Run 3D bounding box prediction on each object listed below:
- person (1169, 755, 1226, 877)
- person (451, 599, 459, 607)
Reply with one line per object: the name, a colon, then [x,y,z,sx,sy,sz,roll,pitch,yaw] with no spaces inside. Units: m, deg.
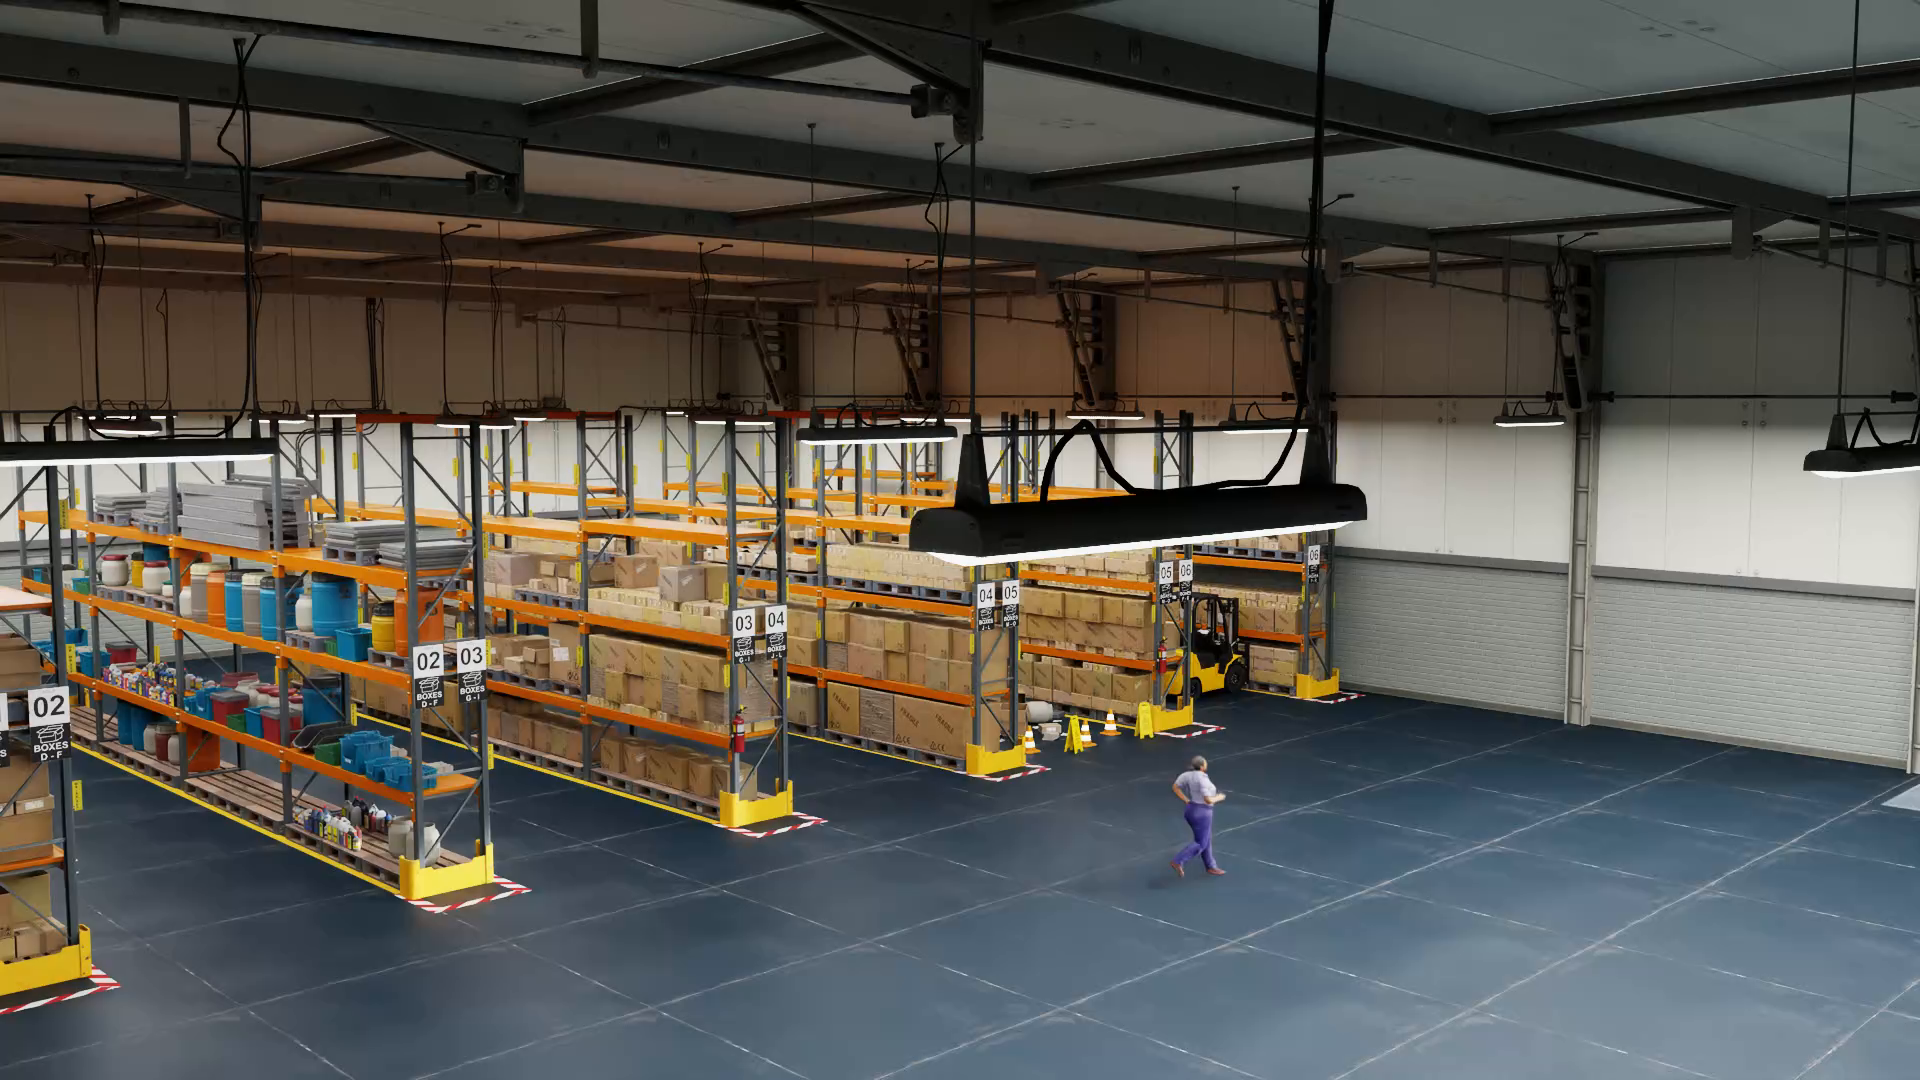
person: [3.106,3.615,21.679,0.925,1.646,0.606,-2,5,-23]
person: [-12.088,2.108,39.828,0.606,1.531,0.876,3,6,32]
